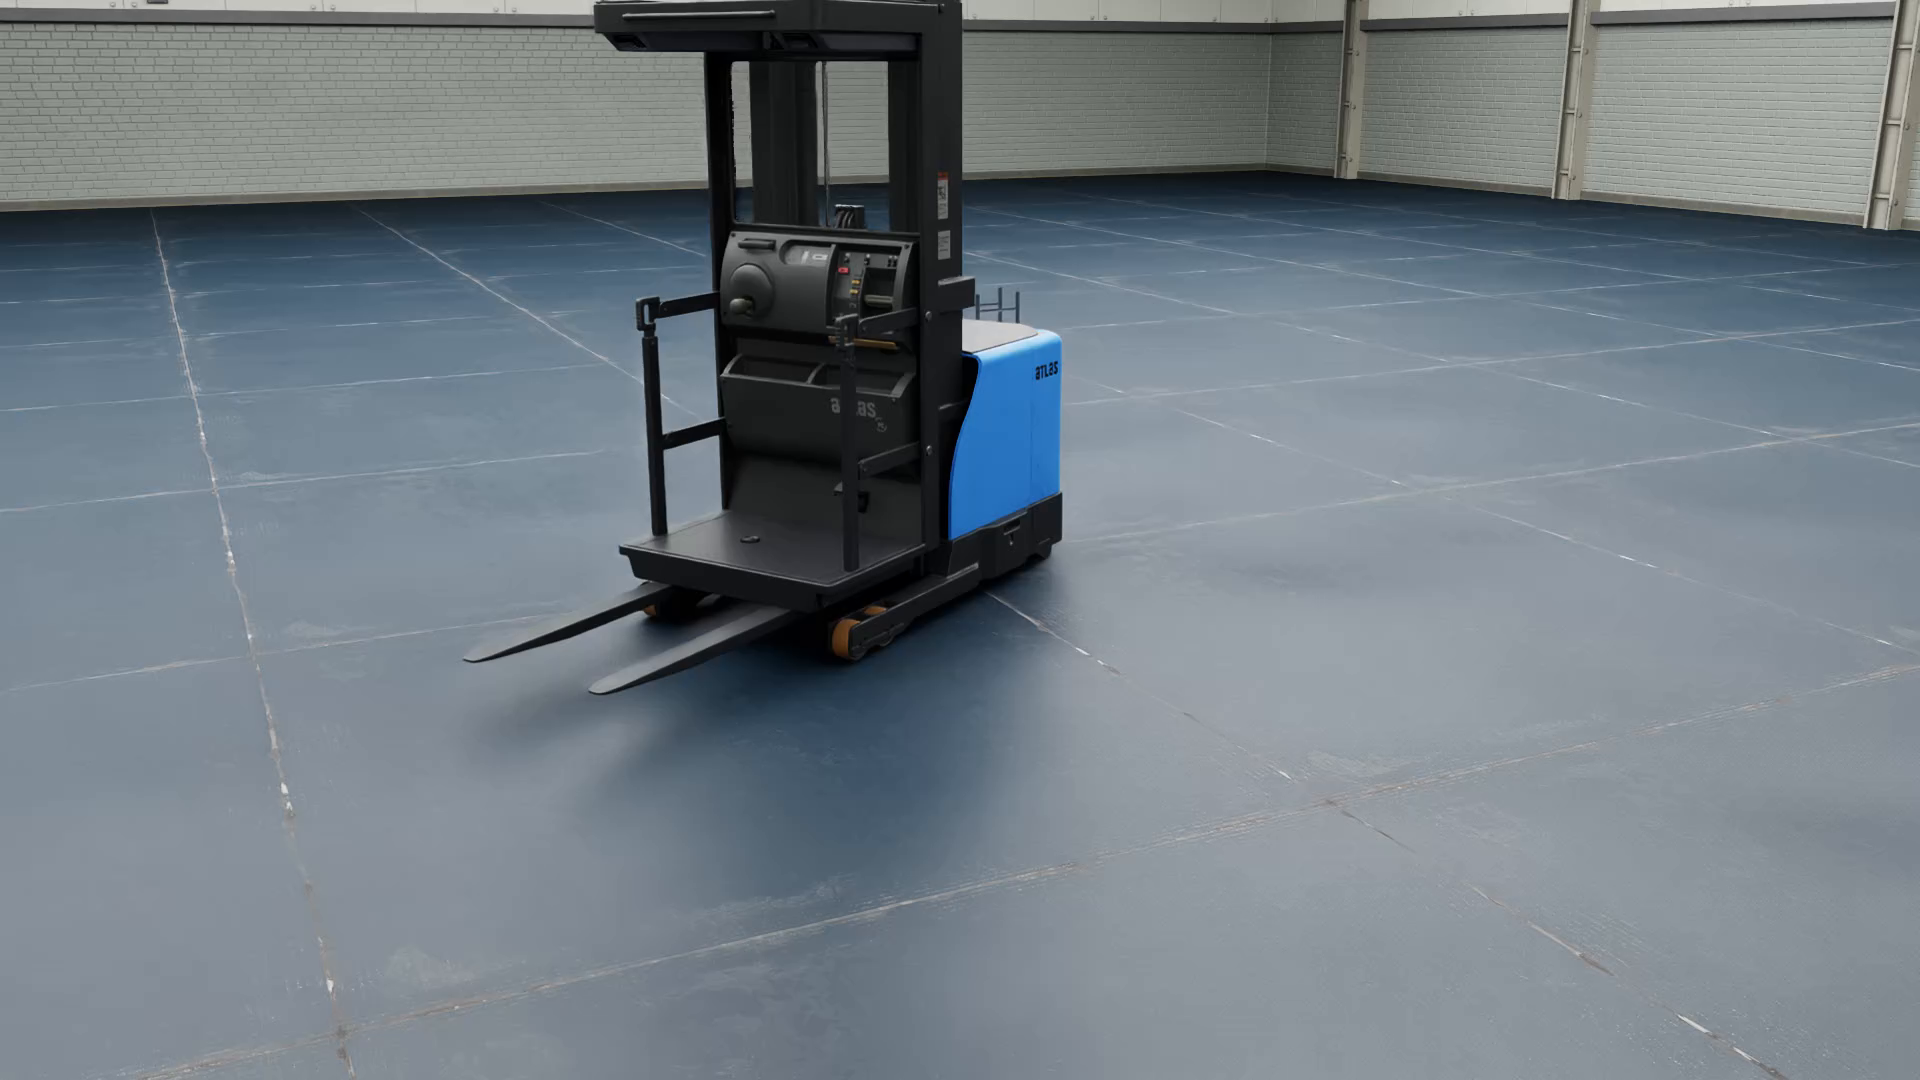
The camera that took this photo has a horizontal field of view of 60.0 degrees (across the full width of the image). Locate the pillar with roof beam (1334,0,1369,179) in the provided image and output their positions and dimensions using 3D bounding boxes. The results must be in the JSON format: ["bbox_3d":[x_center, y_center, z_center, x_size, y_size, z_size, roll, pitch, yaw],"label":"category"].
[{"bbox_3d":[4.052,-11.232,31.078,9.100,9.000,0.400,-8,18,-25],"label":"pillar with roof beam"}]

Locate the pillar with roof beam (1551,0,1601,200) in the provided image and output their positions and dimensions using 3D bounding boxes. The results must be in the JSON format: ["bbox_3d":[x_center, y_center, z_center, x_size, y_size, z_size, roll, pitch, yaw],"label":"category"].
[{"bbox_3d":[6.681,-9.745,25.893,9.100,9.000,0.400,-8,18,-25],"label":"pillar with roof beam"}]

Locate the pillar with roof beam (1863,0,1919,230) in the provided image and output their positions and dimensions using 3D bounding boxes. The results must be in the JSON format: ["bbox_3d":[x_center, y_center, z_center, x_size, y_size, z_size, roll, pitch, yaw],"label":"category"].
[{"bbox_3d":[9.309,-8.257,20.709,9.100,9.000,0.400,-8,18,-25],"label":"pillar with roof beam"}]

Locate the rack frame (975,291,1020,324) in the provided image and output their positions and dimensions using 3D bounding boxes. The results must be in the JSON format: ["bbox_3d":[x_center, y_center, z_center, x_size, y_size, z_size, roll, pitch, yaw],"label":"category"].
[{"bbox_3d":[0.182,-0.625,8.253,0.240,1.200,0.006,-8,18,-25],"label":"rack frame"}]

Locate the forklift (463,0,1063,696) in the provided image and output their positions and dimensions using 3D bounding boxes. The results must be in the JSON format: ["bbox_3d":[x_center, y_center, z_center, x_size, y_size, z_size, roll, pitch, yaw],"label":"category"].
[{"bbox_3d":[-0.709,-1.077,6.689,1.130,2.935,3.031,10,19,30],"label":"forklift"}]

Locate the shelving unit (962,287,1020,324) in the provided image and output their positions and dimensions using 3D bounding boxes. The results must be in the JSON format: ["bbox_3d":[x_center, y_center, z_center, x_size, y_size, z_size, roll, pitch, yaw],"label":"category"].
[{"bbox_3d":[0.142,-0.648,8.332,0.258,1.200,0.189,-8,18,-25],"label":"shelving unit"}]

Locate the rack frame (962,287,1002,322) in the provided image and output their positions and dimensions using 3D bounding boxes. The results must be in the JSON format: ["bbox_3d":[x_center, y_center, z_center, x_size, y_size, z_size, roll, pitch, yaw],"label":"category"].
[{"bbox_3d":[0.102,-0.670,8.411,0.240,1.200,0.006,-8,18,-25],"label":"rack frame"}]

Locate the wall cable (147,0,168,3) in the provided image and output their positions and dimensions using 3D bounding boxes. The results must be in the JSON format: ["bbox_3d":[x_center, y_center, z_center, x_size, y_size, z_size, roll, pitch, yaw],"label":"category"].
[{"bbox_3d":[-11.955,-11.614,26.243,2.305,6.003,0.169,-8,18,-25],"label":"wall cable"}]
